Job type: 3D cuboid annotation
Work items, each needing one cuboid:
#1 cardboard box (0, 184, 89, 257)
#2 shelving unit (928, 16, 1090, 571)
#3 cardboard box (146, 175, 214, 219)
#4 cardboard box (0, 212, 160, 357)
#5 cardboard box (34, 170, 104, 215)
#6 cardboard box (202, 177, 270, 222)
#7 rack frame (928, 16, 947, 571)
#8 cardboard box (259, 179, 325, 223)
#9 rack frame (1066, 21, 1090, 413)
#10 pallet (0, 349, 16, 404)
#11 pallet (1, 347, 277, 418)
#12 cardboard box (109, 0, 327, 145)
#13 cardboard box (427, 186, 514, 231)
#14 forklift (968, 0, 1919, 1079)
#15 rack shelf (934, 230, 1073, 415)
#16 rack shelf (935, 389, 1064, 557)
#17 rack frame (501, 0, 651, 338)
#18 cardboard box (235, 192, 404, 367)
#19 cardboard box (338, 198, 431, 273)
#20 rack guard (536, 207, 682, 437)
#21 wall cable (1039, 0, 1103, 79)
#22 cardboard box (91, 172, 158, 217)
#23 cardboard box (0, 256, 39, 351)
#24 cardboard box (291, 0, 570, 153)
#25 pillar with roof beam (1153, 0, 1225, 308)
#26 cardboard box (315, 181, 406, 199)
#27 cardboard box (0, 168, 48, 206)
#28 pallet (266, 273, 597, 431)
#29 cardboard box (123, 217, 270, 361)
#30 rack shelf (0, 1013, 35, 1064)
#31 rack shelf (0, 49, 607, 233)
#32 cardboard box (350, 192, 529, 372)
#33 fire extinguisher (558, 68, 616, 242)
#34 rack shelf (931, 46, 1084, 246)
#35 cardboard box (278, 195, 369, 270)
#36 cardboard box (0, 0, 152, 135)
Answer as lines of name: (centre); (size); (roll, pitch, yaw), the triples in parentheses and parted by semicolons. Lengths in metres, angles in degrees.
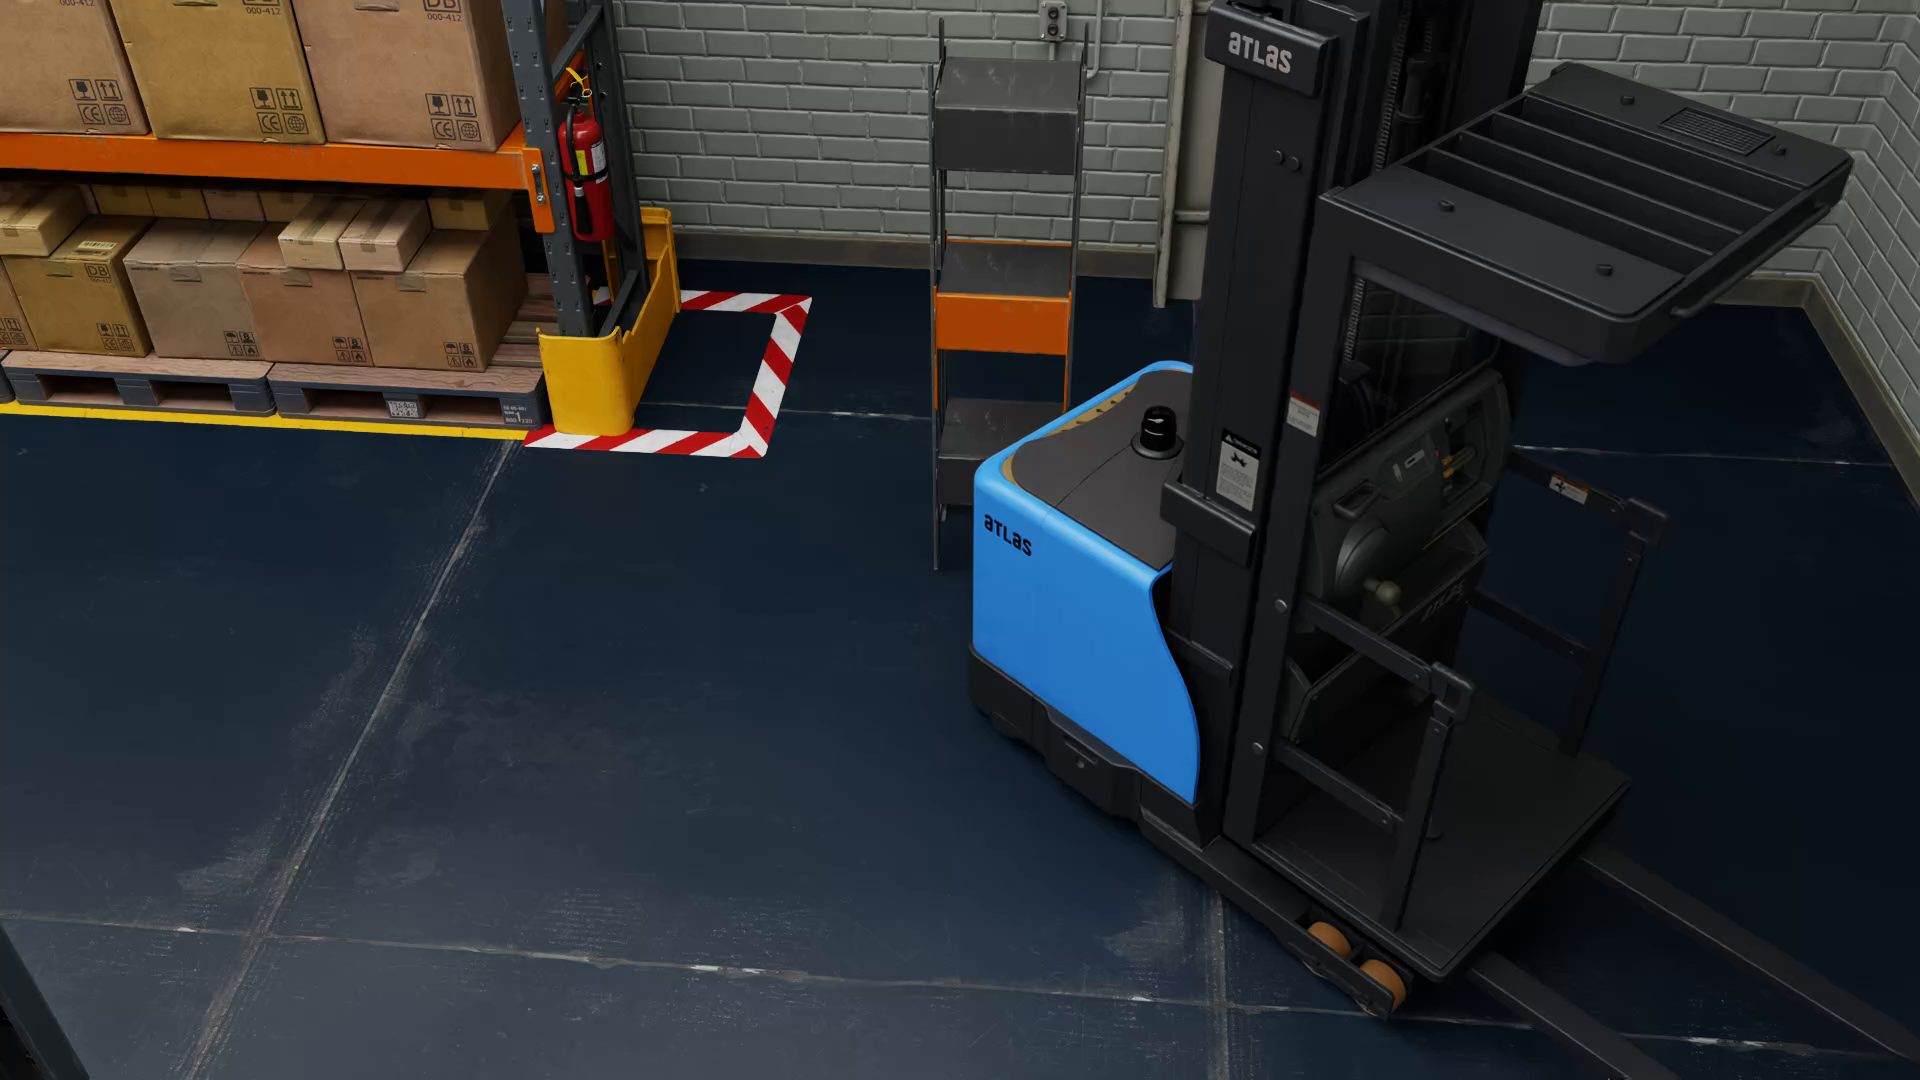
cardboard box: (-4.009, -1.389, 7.214); (0.250, 0.149, 0.380); (2, 39, 3)
shelving unit: (0.165, -0.805, 6.076); (0.503, 2.100, 0.431); (3, 39, 4)
cardboard box: (-3.433, -1.600, 7.474); (0.250, 0.149, 0.380); (4, 39, 4)
cardboard box: (-3.843, -1.241, 7.546); (0.500, 0.500, 0.700); (4, 39, 5)
cardboard box: (-3.942, -1.628, 7.508); (0.250, 0.149, 0.380); (4, 39, 4)
cardboard box: (-3.177, -1.587, 7.457); (0.250, 0.149, 0.380); (4, 39, 4)
rack frame: (-0.078, -0.819, 6.092); (0.015, 2.100, 0.400); (3, 39, 4)
cardboard box: (-2.924, -1.574, 7.441); (0.250, 0.149, 0.380); (3, 39, 4)
rack frame: (0.408, -0.792, 6.060); (0.015, 2.100, 0.400); (3, 39, 4)
pallet: (-4.840, -1.039, 7.859); (1.213, 0.211, 1.003); (3, 39, 4)
pallet: (-3.621, -0.974, 7.780); (1.213, 0.211, 1.003); (3, 39, 4)
cardboard box: (-2.840, -2.164, 6.795); (0.700, 0.700, 0.980); (3, 39, 3)
cardboard box: (-2.170, -1.533, 7.390); (0.250, 0.149, 0.380); (3, 39, 4)
forklift: (1.413, -0.081, 4.527); (1.130, 2.935, 3.031); (-31, 49, -33)
rack shelf: (0.165, -0.795, 6.085); (0.480, 0.518, 0.431); (3, 39, 4)
rack shelf: (0.165, -0.252, 6.527); (0.480, 0.518, 0.431); (3, 39, 4)
rack frame: (-1.605, -1.993, 6.823); (0.127, 3.000, 1.000); (3, 39, 4)
cardboard box: (-2.810, -1.189, 7.482); (0.500, 0.500, 0.700); (3, 39, 4)
cardboard box: (-2.455, -1.306, 7.112); (0.250, 0.149, 0.380); (3, 39, 3)
rack guard: (-1.582, -1.023, 7.610); (0.348, 0.500, 1.175); (3, 39, 4)
wall cable: (-0.248, -2.913, 7.147); (1.851, 1.984, 0.084); (3, 39, 4)
cardboard box: (-3.685, -1.615, 7.491); (0.250, 0.149, 0.380); (2, 39, 3)
cardboard box: (-4.354, -1.270, 7.582); (0.500, 0.500, 0.700); (3, 39, 3)
cardboard box: (-2.114, -2.131, 6.755); (0.700, 0.700, 0.980); (5, 39, 6)
pillar with roof beam: (0.788, -2.009, 2.090); (0.400, 9.000, 9.100); (3, 39, 4)
cardboard box: (-2.674, -1.560, 7.424); (0.250, 0.149, 0.380); (3, 39, 4)
cardboard box: (-4.194, -1.642, 7.525); (0.250, 0.149, 0.380); (2, 39, 2)
pallet: (-2.409, -0.906, 7.696); (1.213, 0.211, 1.003); (3, 39, 4)
cardboard box: (-3.311, -1.216, 7.515); (0.500, 0.500, 0.700); (2, 39, 2)
rack shelf: (-4.022, 1.292, 3.356); (4.000, 0.370, 1.077); (3, 39, 4)
rack shelf: (-3.598, -1.823, 7.184); (4.000, 0.370, 1.077); (3, 39, 4)
cardboard box: (-2.311, -1.162, 7.449); (0.500, 0.500, 0.700); (3, 39, 4)
fire extinguisher: (-1.495, -1.520, 6.598); (0.183, 0.674, 0.296); (3, 39, 4)
rack shelf: (0.165, -1.338, 5.643); (0.480, 0.518, 0.431); (3, 39, 4)
cardboard box: (-2.710, -1.319, 7.128); (0.250, 0.149, 0.380); (4, 39, 5)
cardboard box: (-3.599, -2.211, 6.853); (0.700, 0.700, 0.980); (1, 39, 2)
